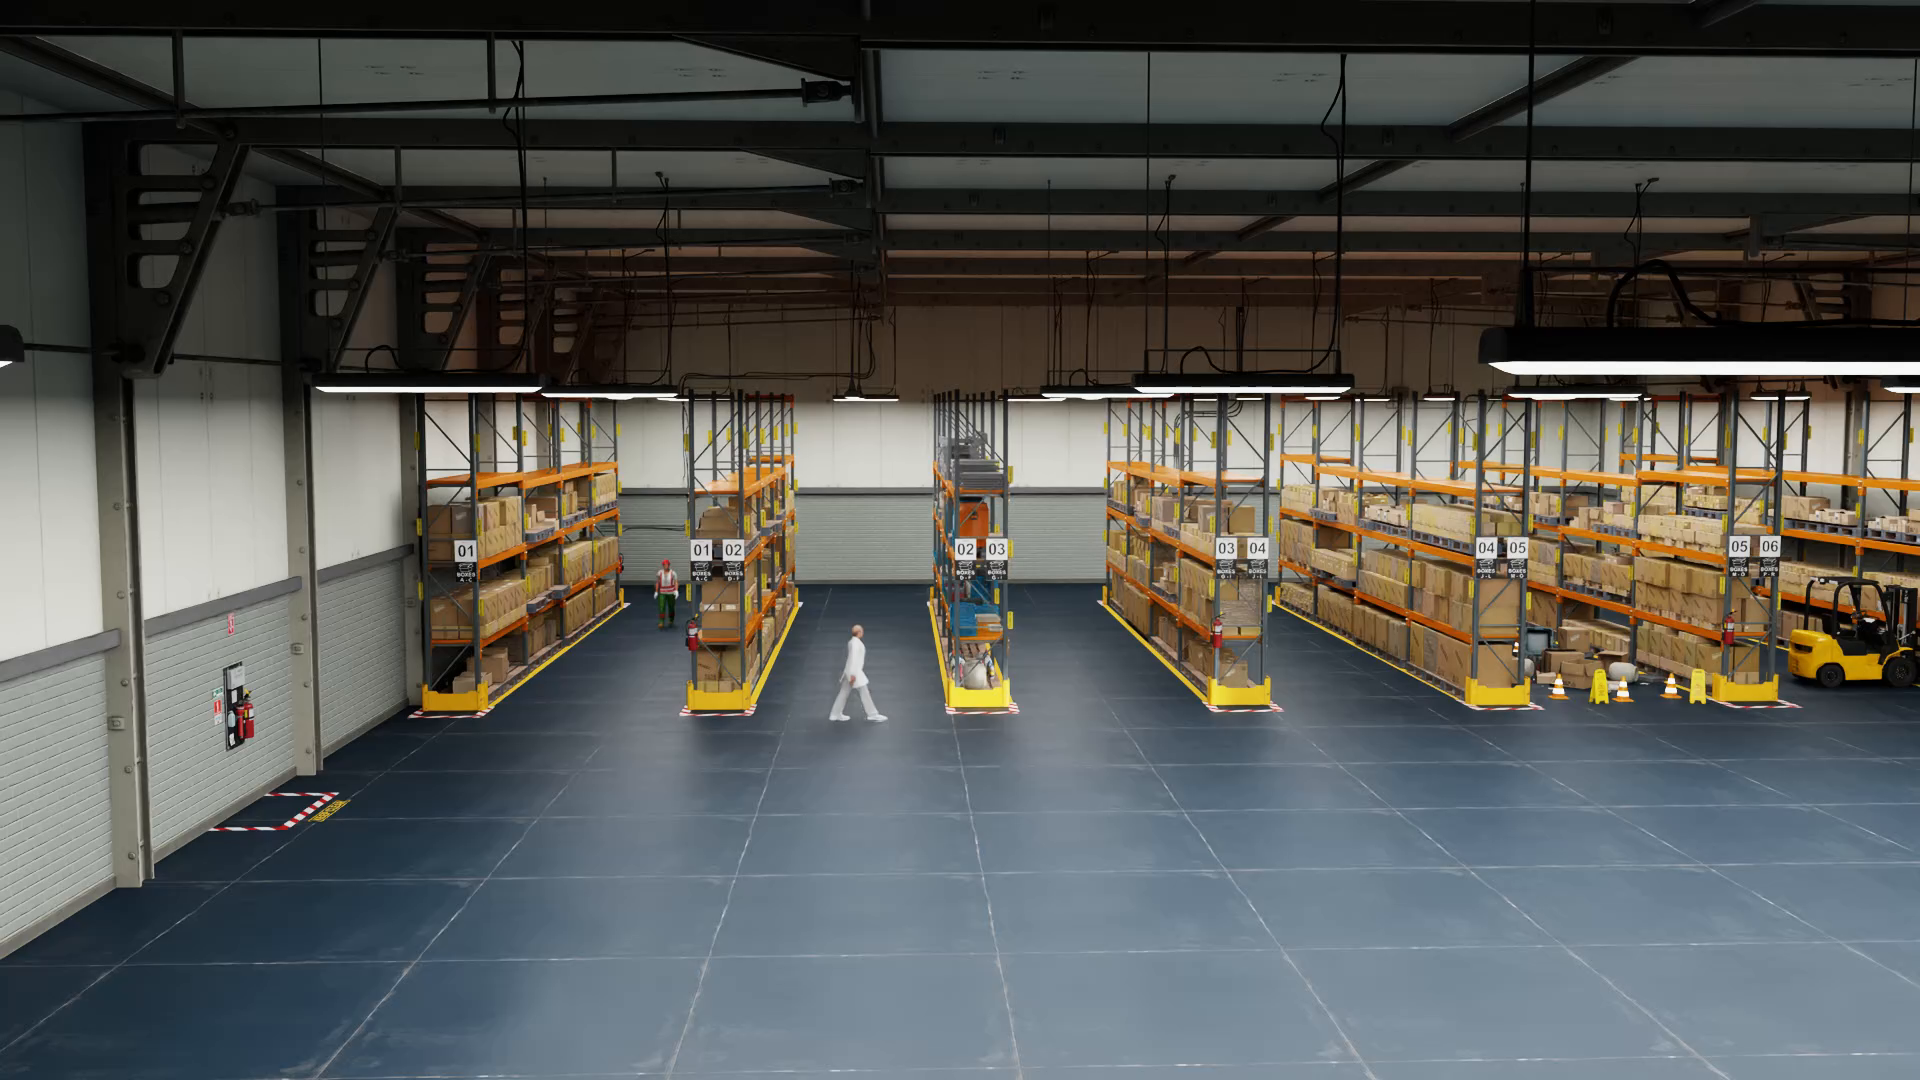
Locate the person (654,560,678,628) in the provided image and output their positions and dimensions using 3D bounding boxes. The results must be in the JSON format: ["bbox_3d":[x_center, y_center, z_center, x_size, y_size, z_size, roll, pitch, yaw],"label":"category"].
[{"bbox_3d":[-7.528,1.363,42.559,0.665,1.725,1.061,0,5,0],"label":"person"}]

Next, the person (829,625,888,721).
[{"bbox_3d":[-1.847,2.390,29.966,1.033,1.723,0.644,-1,5,-13],"label":"person"}]
